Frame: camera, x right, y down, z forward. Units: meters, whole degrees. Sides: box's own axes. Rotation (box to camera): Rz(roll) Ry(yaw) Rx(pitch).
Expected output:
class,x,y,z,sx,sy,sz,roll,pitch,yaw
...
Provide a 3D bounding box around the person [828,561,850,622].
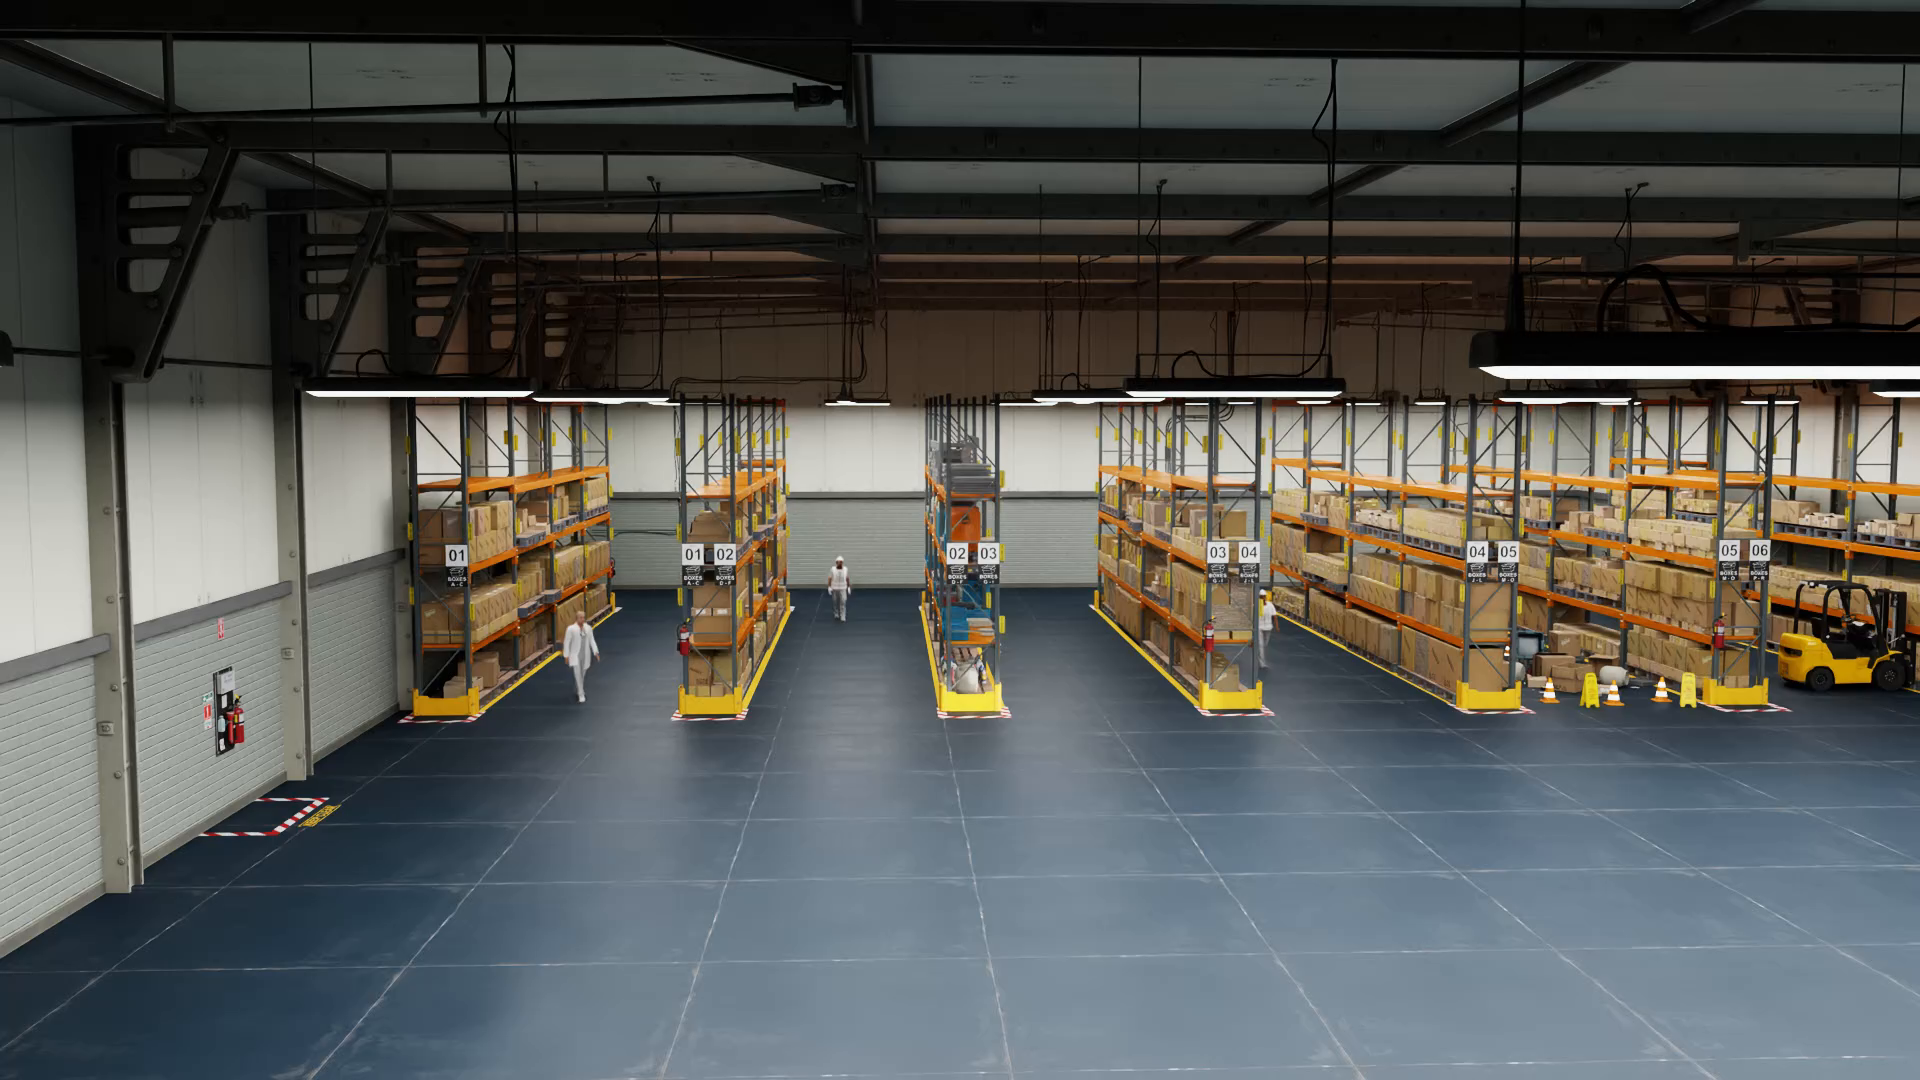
class,x,y,z,sx,sy,sz,roll,pitch,yaw
person,-3.250,1.330,44.772,0.608,1.691,1.083,0,5,-6

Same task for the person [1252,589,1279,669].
class,x,y,z,sx,sy,sz,roll,pitch,yaw
person,6.710,1.951,36.642,0.595,1.716,1.031,-1,5,-7

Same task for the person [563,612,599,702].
class,x,y,z,sx,sy,sz,roll,pitch,yaw
person,-7.437,2.255,32.616,0.673,1.708,1.163,-3,5,-30

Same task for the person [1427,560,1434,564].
class,x,y,z,sx,sy,sz,roll,pitch,yaw
person,14.701,0.792,51.425,0.536,1.583,0.483,0,5,-6
